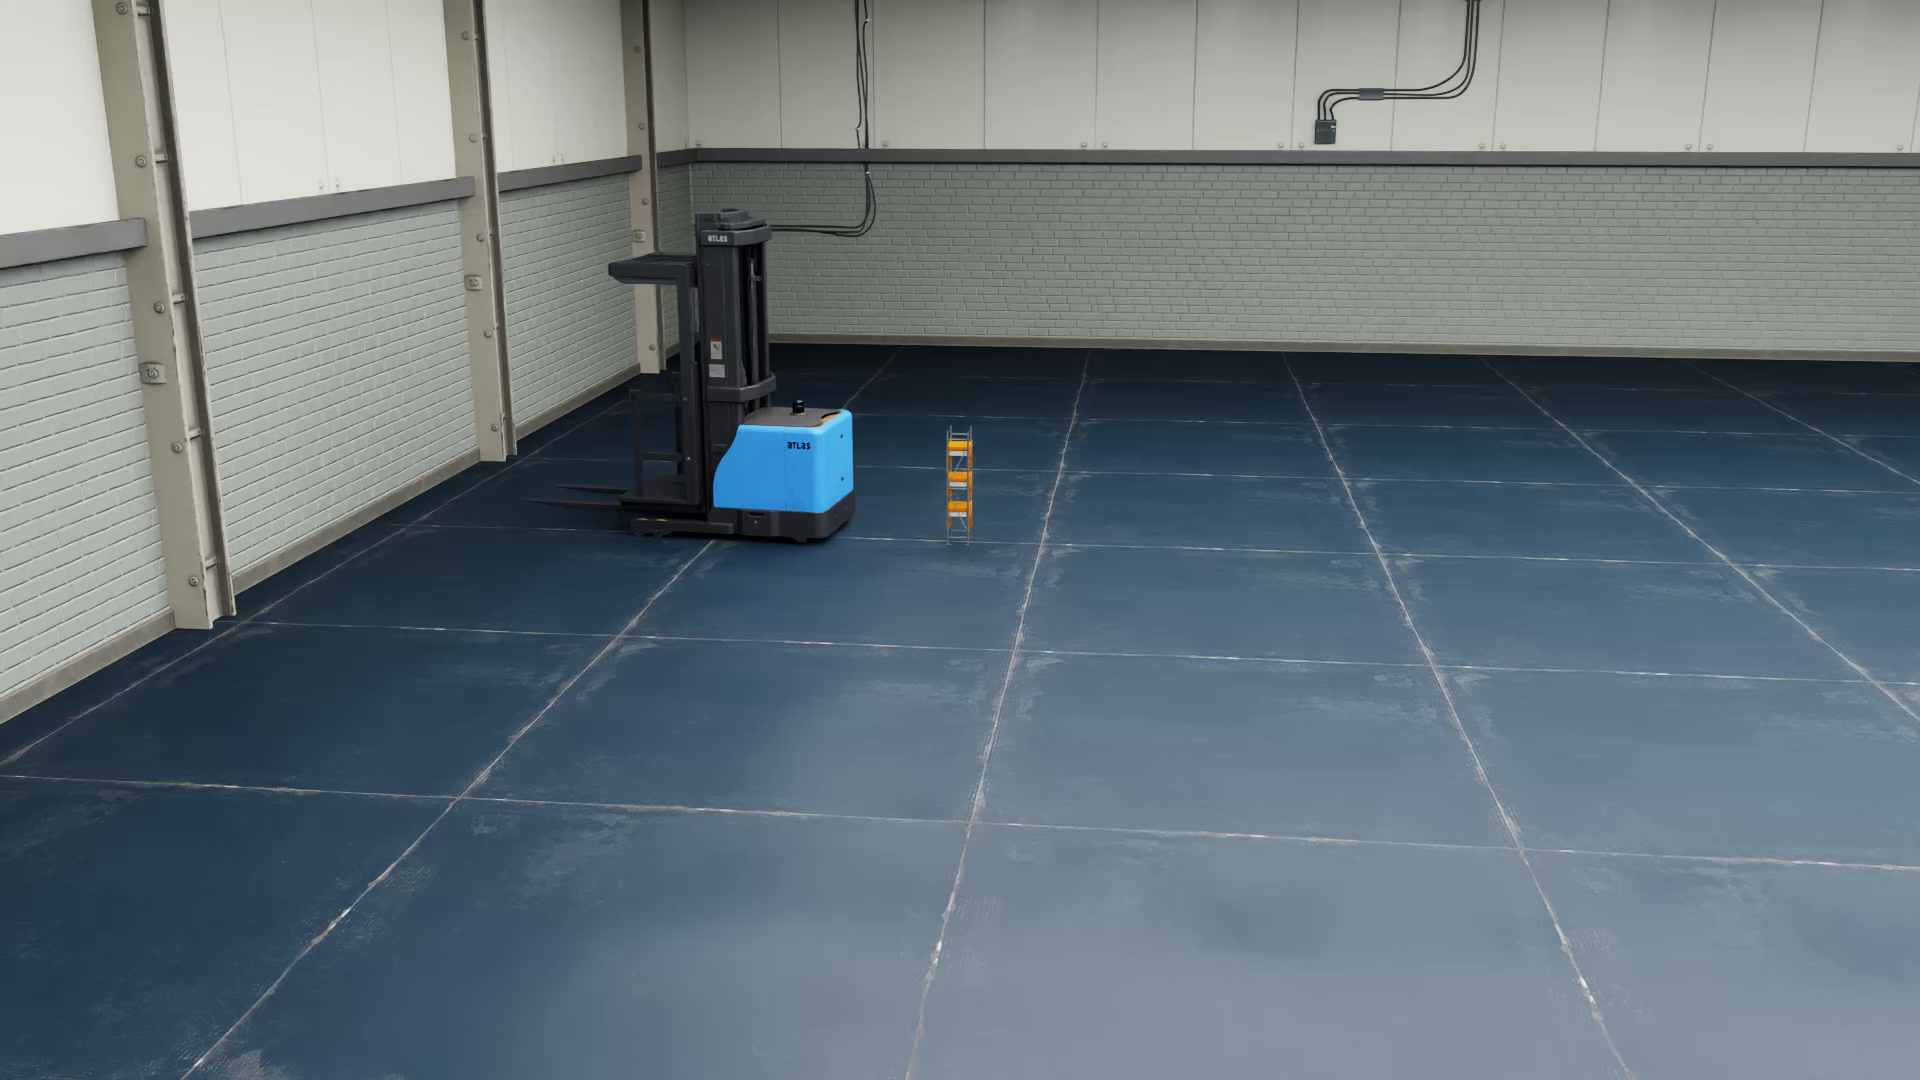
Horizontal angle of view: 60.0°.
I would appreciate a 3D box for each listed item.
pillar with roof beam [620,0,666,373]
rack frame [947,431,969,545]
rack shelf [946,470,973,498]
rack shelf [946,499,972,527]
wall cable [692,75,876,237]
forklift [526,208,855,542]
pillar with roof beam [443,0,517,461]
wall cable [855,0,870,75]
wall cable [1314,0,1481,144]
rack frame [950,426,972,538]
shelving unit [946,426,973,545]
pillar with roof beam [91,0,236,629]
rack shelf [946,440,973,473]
[{"bbox_3d":[-0.242,-6.702,22.797,9.100,9.000,0.400,2,15,6],"label":"pillar with roof beam"},{"bbox_3d":[-0.020,-0.461,14.945,0.200,1.050,0.008,2,15,6],"label":"rack frame"},{"bbox_3d":[-0.006,-0.483,15.064,0.215,0.259,0.240,2,15,6],"label":"rack shelf"},{"bbox_3d":[-0.006,-0.214,15.137,0.215,0.259,0.240,2,15,6],"label":"rack shelf"},{"bbox_3d":[-2.874,-6.055,26.353,3.097,2.526,0.112,2,15,6],"label":"wall cable"},{"bbox_3d":[-2.577,-1.573,15.452,3.031,2.935,1.130,3,15,12],"label":"forklift"},{"bbox_3d":[-0.919,-5.146,17.042,9.100,9.000,0.400,2,15,6],"label":"pillar with roof beam"},{"bbox_3d":[-0.185,-8.414,25.399,3.097,2.526,0.112,2,15,6],"label":"wall cable"},{"bbox_3d":[6.558,-8.912,24.454,2.305,6.003,0.169,2,15,6],"label":"wall cable"},{"bbox_3d":[0.008,-0.525,15.179,0.200,1.050,0.008,2,15,6],"label":"rack frame"},{"bbox_3d":[-0.006,-0.493,15.062,0.215,1.050,0.252,2,15,6],"label":"shelving unit"},{"bbox_3d":[-1.596,-3.590,11.287,9.100,9.000,0.400,2,15,6],"label":"pillar with roof beam"},{"bbox_3d":[-0.006,-0.757,14.990,0.215,0.259,0.240,2,15,6],"label":"rack shelf"}]
